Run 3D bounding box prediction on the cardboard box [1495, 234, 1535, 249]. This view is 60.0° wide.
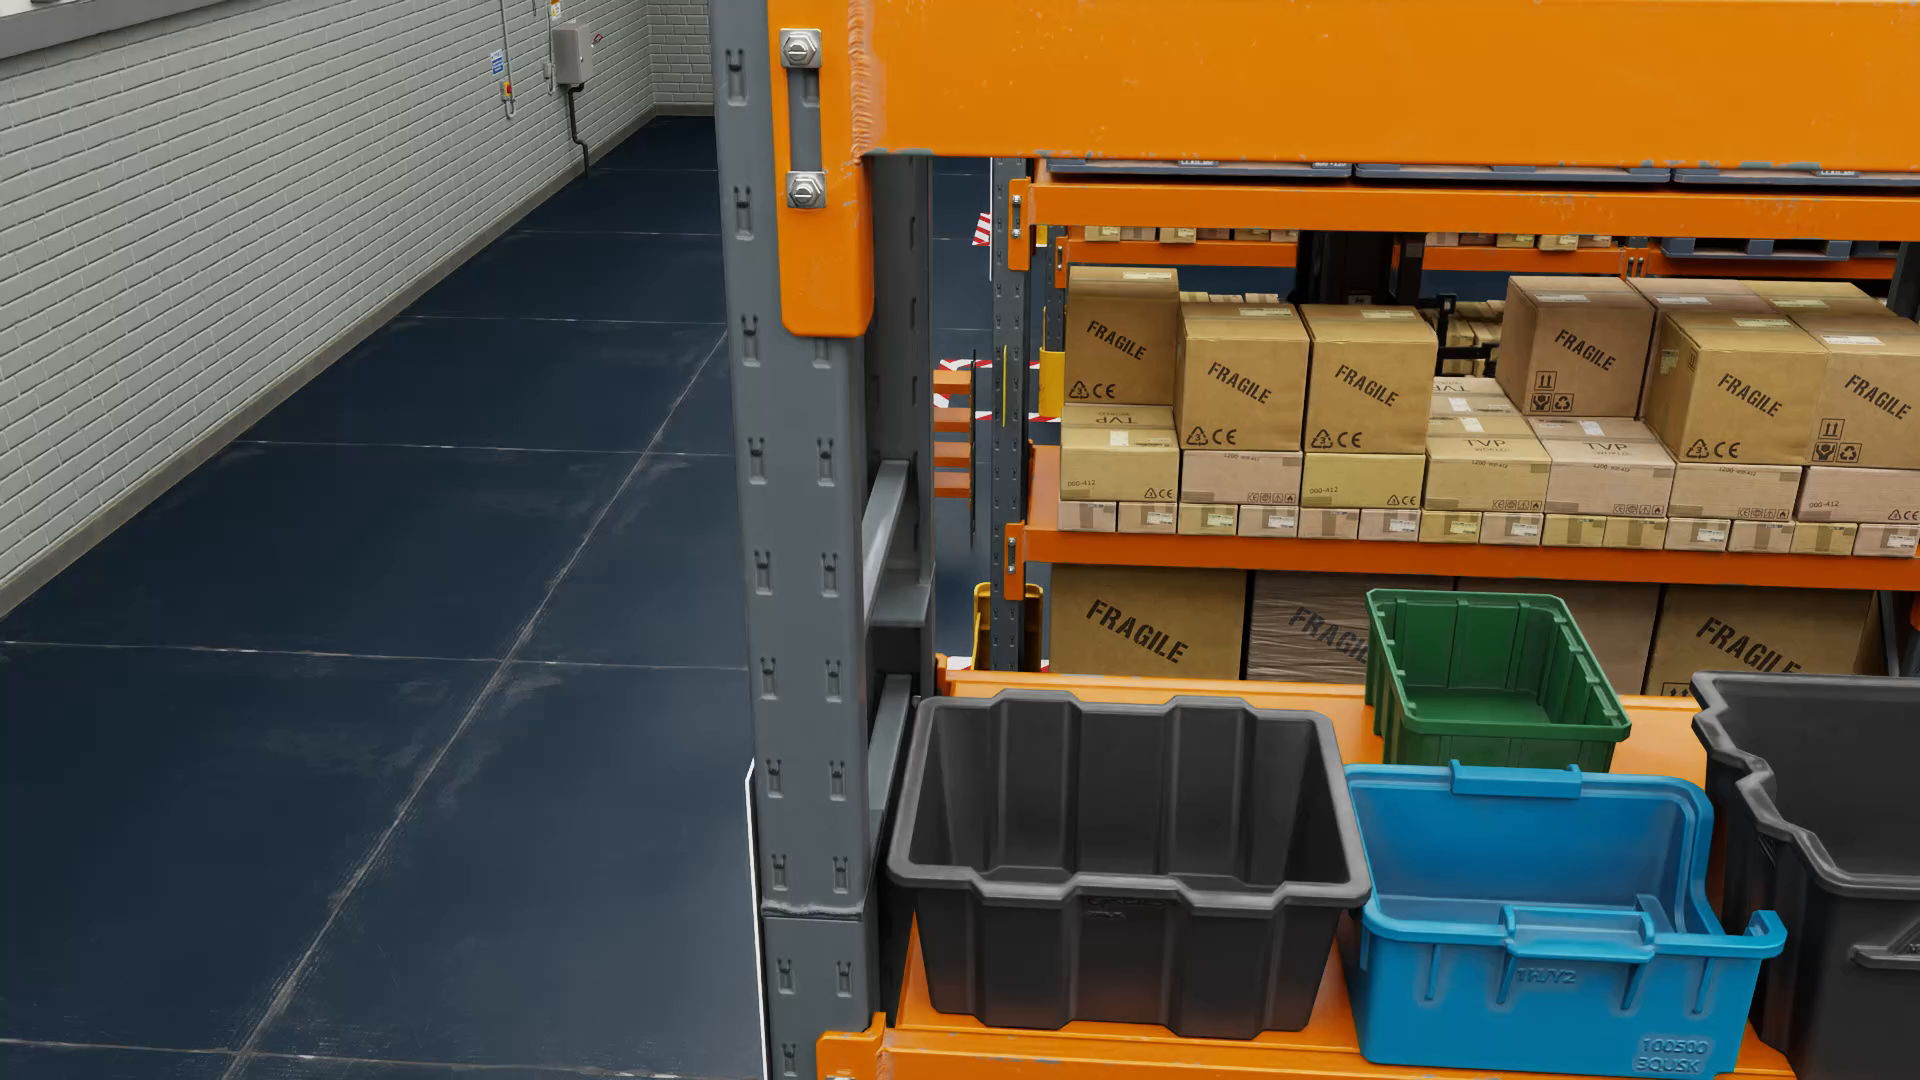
[{"bbox_3d":[3.873,-2.171,11.681,0.250,0.149,0.380,3,25,6],"label":"cardboard box"}]

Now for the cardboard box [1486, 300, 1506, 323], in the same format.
[{"bbox_3d":[4.105,-1.674,12.496,0.250,0.149,0.380,3,25,7],"label":"cardboard box"}]

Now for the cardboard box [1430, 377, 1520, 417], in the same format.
[{"bbox_3d":[2.271,-0.556,7.693,0.500,0.250,0.500,2,25,4],"label":"cardboard box"}]

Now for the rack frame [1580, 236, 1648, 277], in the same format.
[{"bbox_3d":[4.703,-2.377,11.828,0.127,3.000,1.000,2,25,4],"label":"rack frame"}]

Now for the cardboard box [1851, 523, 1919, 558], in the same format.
[{"bbox_3d":[3.894,-0.072,7.120,0.250,0.149,0.380,2,25,4],"label":"cardboard box"}]

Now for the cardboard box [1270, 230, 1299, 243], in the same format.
[{"bbox_3d":[2.315,-2.233,11.814,0.250,0.149,0.380,1,25,3],"label":"cardboard box"}]

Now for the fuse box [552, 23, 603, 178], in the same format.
[{"bbox_3d":[-4.325,-5.028,19.130,0.414,1.711,0.539,2,25,4],"label":"fuse box"}]

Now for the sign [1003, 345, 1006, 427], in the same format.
[{"bbox_3d":[0.186,-0.640,6.921,0.005,0.325,0.100,2,25,4],"label":"sign"}]

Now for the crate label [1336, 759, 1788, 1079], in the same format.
[{"bbox_3d":[0.750,0.492,2.182,0.502,0.251,0.408,2,25,4],"label":"crate label"}]

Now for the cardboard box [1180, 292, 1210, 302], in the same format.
[{"bbox_3d":[1.776,-1.773,12.710,0.250,0.149,0.380,1,25,3],"label":"cardboard box"}]

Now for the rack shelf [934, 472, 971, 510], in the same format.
[{"bbox_3d":[-0.165,-0.309,10.122,0.480,0.148,0.258,2,25,4],"label":"rack shelf"}]

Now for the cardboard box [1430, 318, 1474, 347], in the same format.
[{"bbox_3d":[3.569,-1.484,12.082,0.250,0.149,0.380,3,25,6],"label":"cardboard box"}]

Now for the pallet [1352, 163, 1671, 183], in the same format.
[{"bbox_3d":[2.195,-1.706,6.888,1.213,0.211,1.003,2,25,4],"label":"pallet"}]

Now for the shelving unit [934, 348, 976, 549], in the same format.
[{"bbox_3d":[-0.165,-0.550,10.011,0.503,1.200,0.258,2,25,4],"label":"shelving unit"}]

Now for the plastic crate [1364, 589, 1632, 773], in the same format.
[{"bbox_3d":[0.860,0.269,2.742,0.336,0.188,0.450,2,25,4],"label":"plastic crate"}]

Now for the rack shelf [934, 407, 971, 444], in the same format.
[{"bbox_3d":[-0.165,-0.692,9.945,0.480,0.148,0.258,2,25,4],"label":"rack shelf"}]

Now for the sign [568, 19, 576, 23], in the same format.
[{"bbox_3d":[-4.493,-5.783,19.342,0.001,0.494,0.329,2,25,4],"label":"sign"}]

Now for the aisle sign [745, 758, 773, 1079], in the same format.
[{"bbox_3d":[-0.239,0.563,2.327,0.004,0.787,0.394,2,25,4],"label":"aisle sign"}]

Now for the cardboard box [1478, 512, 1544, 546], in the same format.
[{"bbox_3d":[2.358,-0.122,7.227,0.250,0.149,0.380,2,25,5],"label":"cardboard box"}]

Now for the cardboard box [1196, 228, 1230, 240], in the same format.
[{"bbox_3d":[1.803,-2.271,11.898,0.250,0.149,0.380,3,25,6],"label":"cardboard box"}]

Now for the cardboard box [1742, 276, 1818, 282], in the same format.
[{"bbox_3d":[5.977,-1.833,12.236,0.500,0.250,0.500,3,25,6],"label":"cardboard box"}]

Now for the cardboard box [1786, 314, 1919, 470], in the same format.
[{"bbox_3d":[3.744,-0.624,6.945,0.500,0.500,0.500,3,25,6],"label":"cardboard box"}]

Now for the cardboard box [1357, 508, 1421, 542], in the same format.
[{"bbox_3d":[1.845,-0.138,7.263,0.250,0.149,0.380,2,25,3],"label":"cardboard box"}]

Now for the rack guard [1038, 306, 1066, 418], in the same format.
[{"bbox_3d":[0.791,-1.367,12.624,0.348,0.500,1.175,2,25,4],"label":"rack guard"}]

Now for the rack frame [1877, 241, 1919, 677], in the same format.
[{"bbox_3d":[4.223,-0.313,7.343,0.127,3.000,1.000,2,25,4],"label":"rack frame"}]

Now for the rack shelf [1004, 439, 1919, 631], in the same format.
[{"bbox_3d":[2.229,-0.051,7.632,4.000,0.370,1.077,2,25,4],"label":"rack shelf"}]

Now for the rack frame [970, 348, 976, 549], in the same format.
[{"bbox_3d":[0.078,-0.543,9.994,0.015,1.200,0.240,2,25,4],"label":"rack frame"}]

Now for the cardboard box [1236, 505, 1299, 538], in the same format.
[{"bbox_3d":[1.334,-0.155,7.299,0.250,0.149,0.380,1,25,3],"label":"cardboard box"}]

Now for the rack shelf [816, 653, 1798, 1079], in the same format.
[{"bbox_3d":[1.849,0.651,2.519,4.000,0.370,1.077,2,25,4],"label":"rack shelf"}]

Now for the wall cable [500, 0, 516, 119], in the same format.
[{"bbox_3d":[-4.631,-5.218,16.749,0.123,1.953,0.585,2,25,4],"label":"wall cable"}]

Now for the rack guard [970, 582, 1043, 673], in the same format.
[{"bbox_3d":[0.210,0.693,8.145,0.348,0.500,1.175,2,25,4],"label":"rack guard"}]

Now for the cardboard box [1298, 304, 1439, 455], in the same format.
[{"bbox_3d":[1.708,-0.691,7.090,0.500,0.500,0.500,1,25,3],"label":"cardboard box"}]

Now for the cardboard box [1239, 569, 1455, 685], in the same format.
[{"bbox_3d":[1.786,0.349,7.942,0.875,0.875,0.875,2,25,4],"label":"cardboard box"}]

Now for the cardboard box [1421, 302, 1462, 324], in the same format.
[{"bbox_3d":[3.588,-1.661,12.467,0.250,0.149,0.380,1,25,3],"label":"cardboard box"}]

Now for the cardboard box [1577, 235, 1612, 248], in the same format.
[{"bbox_3d":[4.400,-2.175,11.689,0.250,0.149,0.380,2,25,3],"label":"cardboard box"}]

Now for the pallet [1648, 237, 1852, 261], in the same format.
[{"bbox_3d":[5.454,-2.205,11.683,1.213,0.211,1.003,2,25,4],"label":"pallet"}]

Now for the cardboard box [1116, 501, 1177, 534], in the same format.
[{"bbox_3d":[0.819,-0.171,7.333,0.250,0.149,0.380,1,25,3],"label":"cardboard box"}]

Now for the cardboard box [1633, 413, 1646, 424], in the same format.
[{"bbox_3d":[3.279,-0.523,7.621,0.500,0.250,0.500,2,25,4],"label":"cardboard box"}]

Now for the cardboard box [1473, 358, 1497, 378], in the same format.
[{"bbox_3d":[3.825,-1.290,12.018,0.250,0.149,0.380,1,25,2],"label":"cardboard box"}]

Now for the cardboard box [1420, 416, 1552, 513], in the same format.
[{"bbox_3d":[2.232,-0.335,7.212,0.500,0.250,0.500,1,25,3],"label":"cardboard box"}]

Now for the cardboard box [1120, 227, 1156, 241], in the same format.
[{"bbox_3d":[1.270,-2.253,11.859,0.250,0.149,0.380,3,25,6],"label":"cardboard box"}]

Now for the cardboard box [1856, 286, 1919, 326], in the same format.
[{"bbox_3d":[6.459,-1.605,11.741,0.500,0.250,0.500,3,25,6],"label":"cardboard box"}]

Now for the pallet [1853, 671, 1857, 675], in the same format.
[{"bbox_3d":[4.998,0.947,7.940,1.213,0.211,1.003,2,25,4],"label":"pallet"}]

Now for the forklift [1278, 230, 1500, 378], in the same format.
[{"bbox_3d":[2.755,-1.417,9.823,3.031,2.935,1.130,0,25,0],"label":"forklift"}]

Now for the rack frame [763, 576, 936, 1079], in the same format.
[{"bbox_3d":[-0.145,1.623,3.135,0.127,3.000,1.000,2,25,4],"label":"rack frame"}]

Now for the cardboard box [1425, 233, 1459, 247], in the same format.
[{"bbox_3d":[3.345,-2.186,11.713,0.250,0.149,0.380,1,25,2],"label":"cardboard box"}]

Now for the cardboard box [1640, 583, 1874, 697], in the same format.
[{"bbox_3d":[3.571,0.407,7.817,0.875,0.875,0.875,2,25,4],"label":"cardboard box"}]

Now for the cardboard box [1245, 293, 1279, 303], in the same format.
[{"bbox_3d":[2.302,-1.753,12.667,0.250,0.149,0.380,3,25,6],"label":"cardboard box"}]

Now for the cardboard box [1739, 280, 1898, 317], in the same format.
[{"bbox_3d":[3.765,-0.843,7.420,0.500,0.500,0.500,2,25,4],"label":"cardboard box"}]

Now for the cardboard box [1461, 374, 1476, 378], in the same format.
[{"bbox_3d":[3.765,-1.168,12.109,0.250,0.149,0.380,1,25,2],"label":"cardboard box"}]

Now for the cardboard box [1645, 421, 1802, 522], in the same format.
[{"bbox_3d":[3.246,-0.301,7.139,0.500,0.250,0.500,3,25,6],"label":"cardboard box"}]

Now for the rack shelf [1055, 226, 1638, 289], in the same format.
[{"bbox_3d":[2.709,-2.115,12.118,4.000,0.370,1.077,2,25,4],"label":"rack shelf"}]

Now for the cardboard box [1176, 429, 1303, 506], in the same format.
[{"bbox_3d":[1.211,-0.367,7.282,0.500,0.250,0.500,2,25,3],"label":"cardboard box"}]

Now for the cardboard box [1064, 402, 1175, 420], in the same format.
[{"bbox_3d":[0.738,-0.603,7.797,0.500,0.250,0.500,1,25,3],"label":"cardboard box"}]

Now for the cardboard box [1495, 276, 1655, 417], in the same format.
[{"bbox_3d":[2.755,-0.877,7.493,0.500,0.500,0.500,1,25,2],"label":"cardboard box"}]

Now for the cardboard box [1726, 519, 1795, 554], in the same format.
[{"bbox_3d":[3.381,-0.089,7.155,0.250,0.149,0.380,1,25,3],"label":"cardboard box"}]

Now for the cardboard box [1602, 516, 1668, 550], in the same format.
[{"bbox_3d":[2.867,-0.105,7.191,0.250,0.149,0.380,2,25,5],"label":"cardboard box"}]
